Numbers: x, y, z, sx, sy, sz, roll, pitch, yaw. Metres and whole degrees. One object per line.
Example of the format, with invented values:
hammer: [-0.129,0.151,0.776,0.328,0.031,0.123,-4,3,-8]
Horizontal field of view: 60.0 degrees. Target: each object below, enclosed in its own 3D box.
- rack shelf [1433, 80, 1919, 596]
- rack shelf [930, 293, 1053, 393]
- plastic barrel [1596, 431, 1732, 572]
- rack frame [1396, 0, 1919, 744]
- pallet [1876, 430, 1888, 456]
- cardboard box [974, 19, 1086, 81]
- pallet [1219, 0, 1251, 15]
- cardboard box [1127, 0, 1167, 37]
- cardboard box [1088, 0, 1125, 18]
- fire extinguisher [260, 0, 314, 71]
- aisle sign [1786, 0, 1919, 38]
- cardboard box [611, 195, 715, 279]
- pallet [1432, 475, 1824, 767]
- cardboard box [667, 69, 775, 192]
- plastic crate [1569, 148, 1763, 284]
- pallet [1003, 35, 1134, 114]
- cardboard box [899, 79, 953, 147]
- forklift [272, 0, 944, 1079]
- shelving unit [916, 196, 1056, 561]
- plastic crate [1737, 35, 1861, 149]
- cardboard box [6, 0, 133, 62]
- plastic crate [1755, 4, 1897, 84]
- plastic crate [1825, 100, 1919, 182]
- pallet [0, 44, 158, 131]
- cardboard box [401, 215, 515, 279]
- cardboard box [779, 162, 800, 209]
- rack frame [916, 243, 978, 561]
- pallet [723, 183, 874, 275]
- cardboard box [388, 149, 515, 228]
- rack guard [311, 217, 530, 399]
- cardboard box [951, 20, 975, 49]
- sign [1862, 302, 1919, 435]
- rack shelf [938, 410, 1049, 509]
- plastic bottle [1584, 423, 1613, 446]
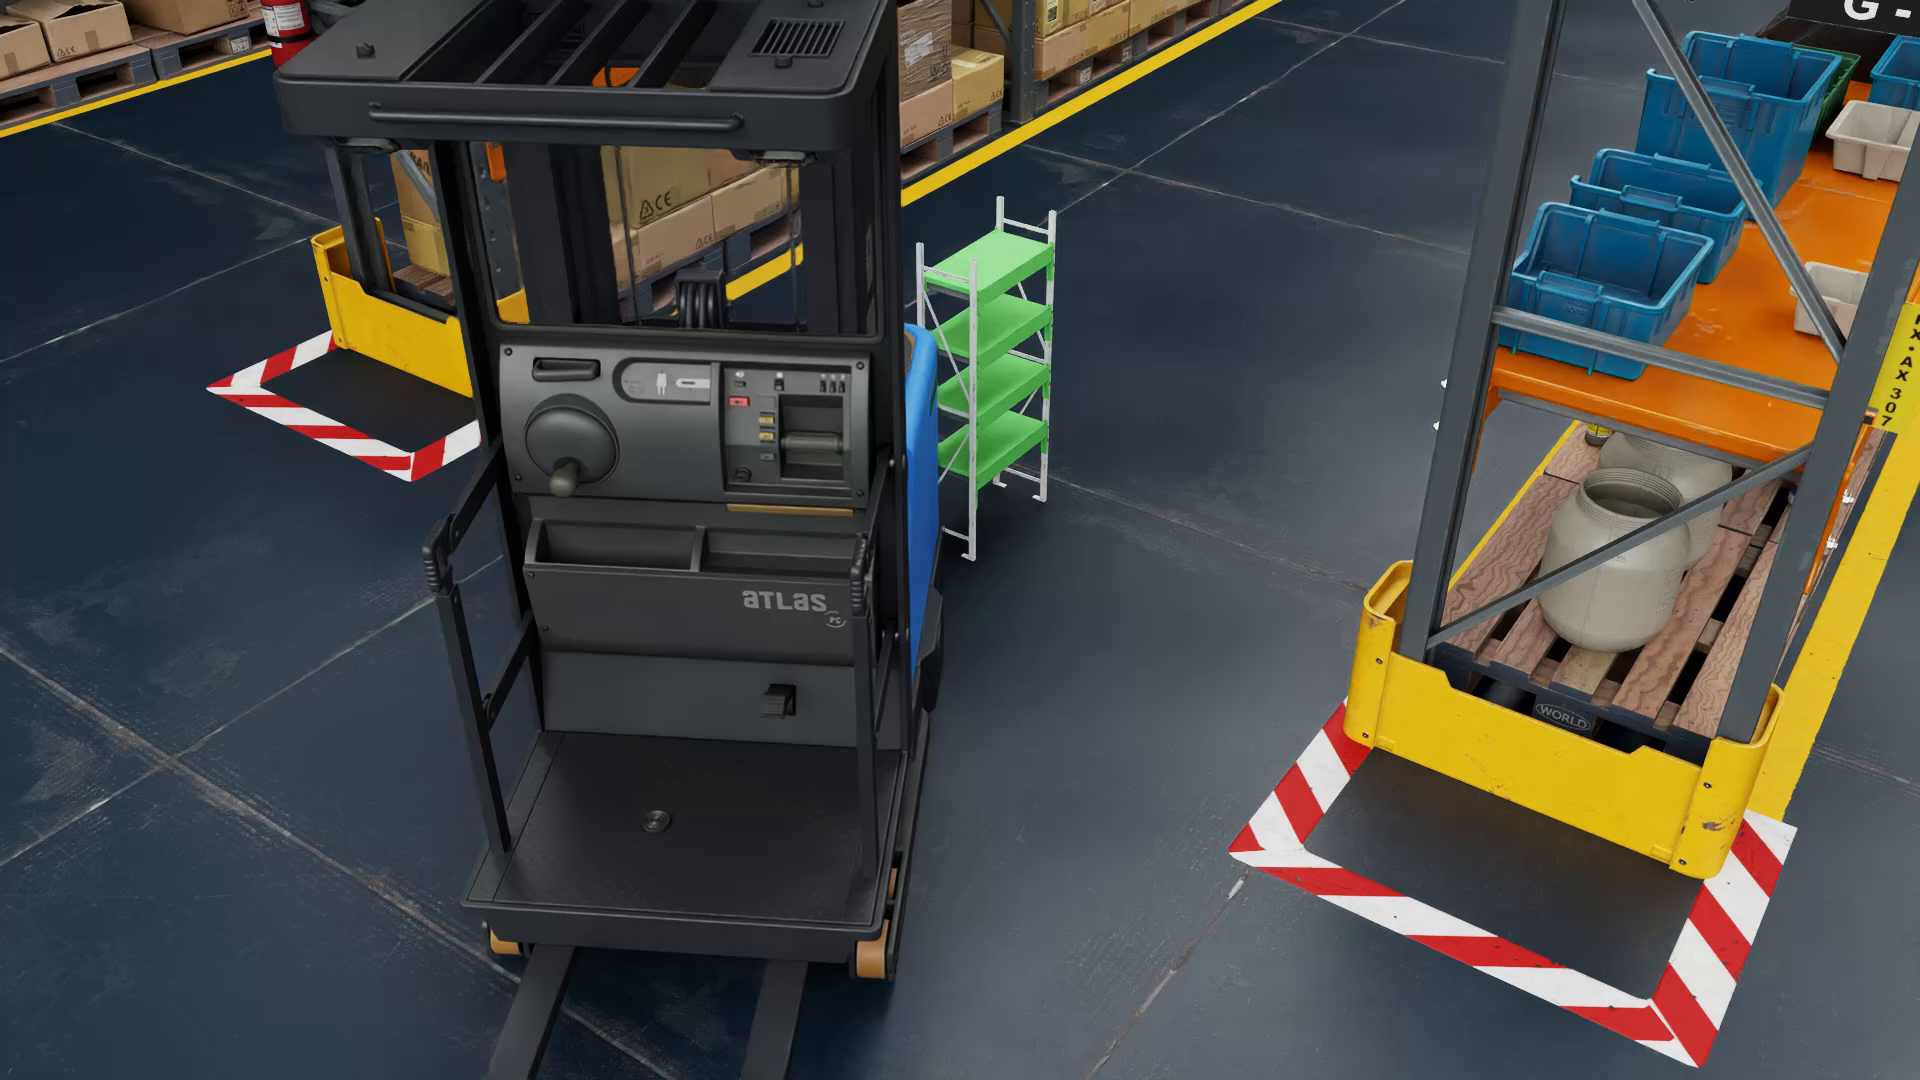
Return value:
rack shelf: [2.920,-1.087,5.822,1.077,0.370,4.000,21,39,28]
rack shelf: [0.094,-0.719,5.928,0.258,0.148,0.480,21,39,28]
plastic barrel: [2.378,-0.166,5.664,0.421,0.512,0.421,0,34,0]
rack frame: [1.779,-0.465,4.260,1.000,3.000,0.127,21,39,28]
pallet: [3.643,-0.855,7.325,1.003,0.211,1.213,21,39,28]
cardboard box: [0.426,-3.031,10.134,0.500,0.250,0.500,20,39,27]
pallet: [1.772,-4.209,12.285,1.003,0.211,1.213,21,39,28]
cardboard box: [1.012,-3.505,10.835,0.500,0.250,0.500,20,39,27]
cardboard box: [0.723,-3.496,10.321,0.500,0.311,0.500,21,39,28]
fire extinguisher: [-2.737,-2.111,6.762,0.296,0.674,0.183,21,39,28]
aisle sign: [1.979,-1.415,3.344,0.394,0.787,0.004,21,39,28]
cardboard box: [-1.517,-1.491,7.856,0.500,0.250,0.500,21,39,28]
pallet: [2.252,0.268,5.665,1.003,0.211,1.213,21,39,28]
cardboard box: [-1.241,-2.035,7.992,0.500,0.500,0.500,21,39,28]
plastic crate: [2.194,-1.026,5.222,0.499,0.251,0.408,21,39,28]
pallet: [0.381,-3.086,10.625,1.003,0.211,1.213,21,39,28]
cardboard box: [-0.385,-2.414,9.222,0.500,0.250,0.500,21,39,28]
forklift: [-0.702,-0.228,3.971,1.130,2.935,3.031,3,34,4]
shelving unit: [0.094,-0.573,6.027,0.258,1.200,0.503,21,39,28]
plastic crate: [3.054,-1.683,6.251,0.450,0.188,0.662,21,39,28]
cardboard box: [-5.566,-3.250,10.385,0.500,0.311,0.500,25,41,32]
plastic crate: [3.657,-2.080,6.703,0.767,0.338,0.504,21,39,28]
plastic crate: [3.342,-1.368,5.831,0.530,0.136,0.437,21,39,28]
pallet: [-5.824,-2.872,10.308,1.003,0.211,1.213,21,39,28]
cardboard box: [-2.225,-1.425,7.759,0.500,0.250,0.500,21,39,28]
cardboard box: [-0.943,-1.949,8.534,0.500,0.250,0.500,21,39,28]
rack frame: [-0.045,-0.461,5.860,0.240,1.200,0.015,21,39,28]
pallet: [-1.190,-1.818,8.750,1.003,0.211,1.213,21,39,28]
cardboard box: [-2.227,-1.736,7.550,0.500,0.500,0.500,21,39,28]
rack guard: [-2.302,-1.002,7.286,1.175,0.500,0.348,21,39,28]
cardboard box: [-0.009,-3.208,10.395,0.500,0.250,0.500,21,39,28]
sign: [2.229,-0.402,3.919,0.100,0.325,0.005,21,39,28]
rack shelf: [0.094,-0.321,6.197,0.258,0.148,0.480,21,39,28]
plastic bottle: [2.466,-0.473,6.377,0.097,0.201,0.097,0,34,0]
